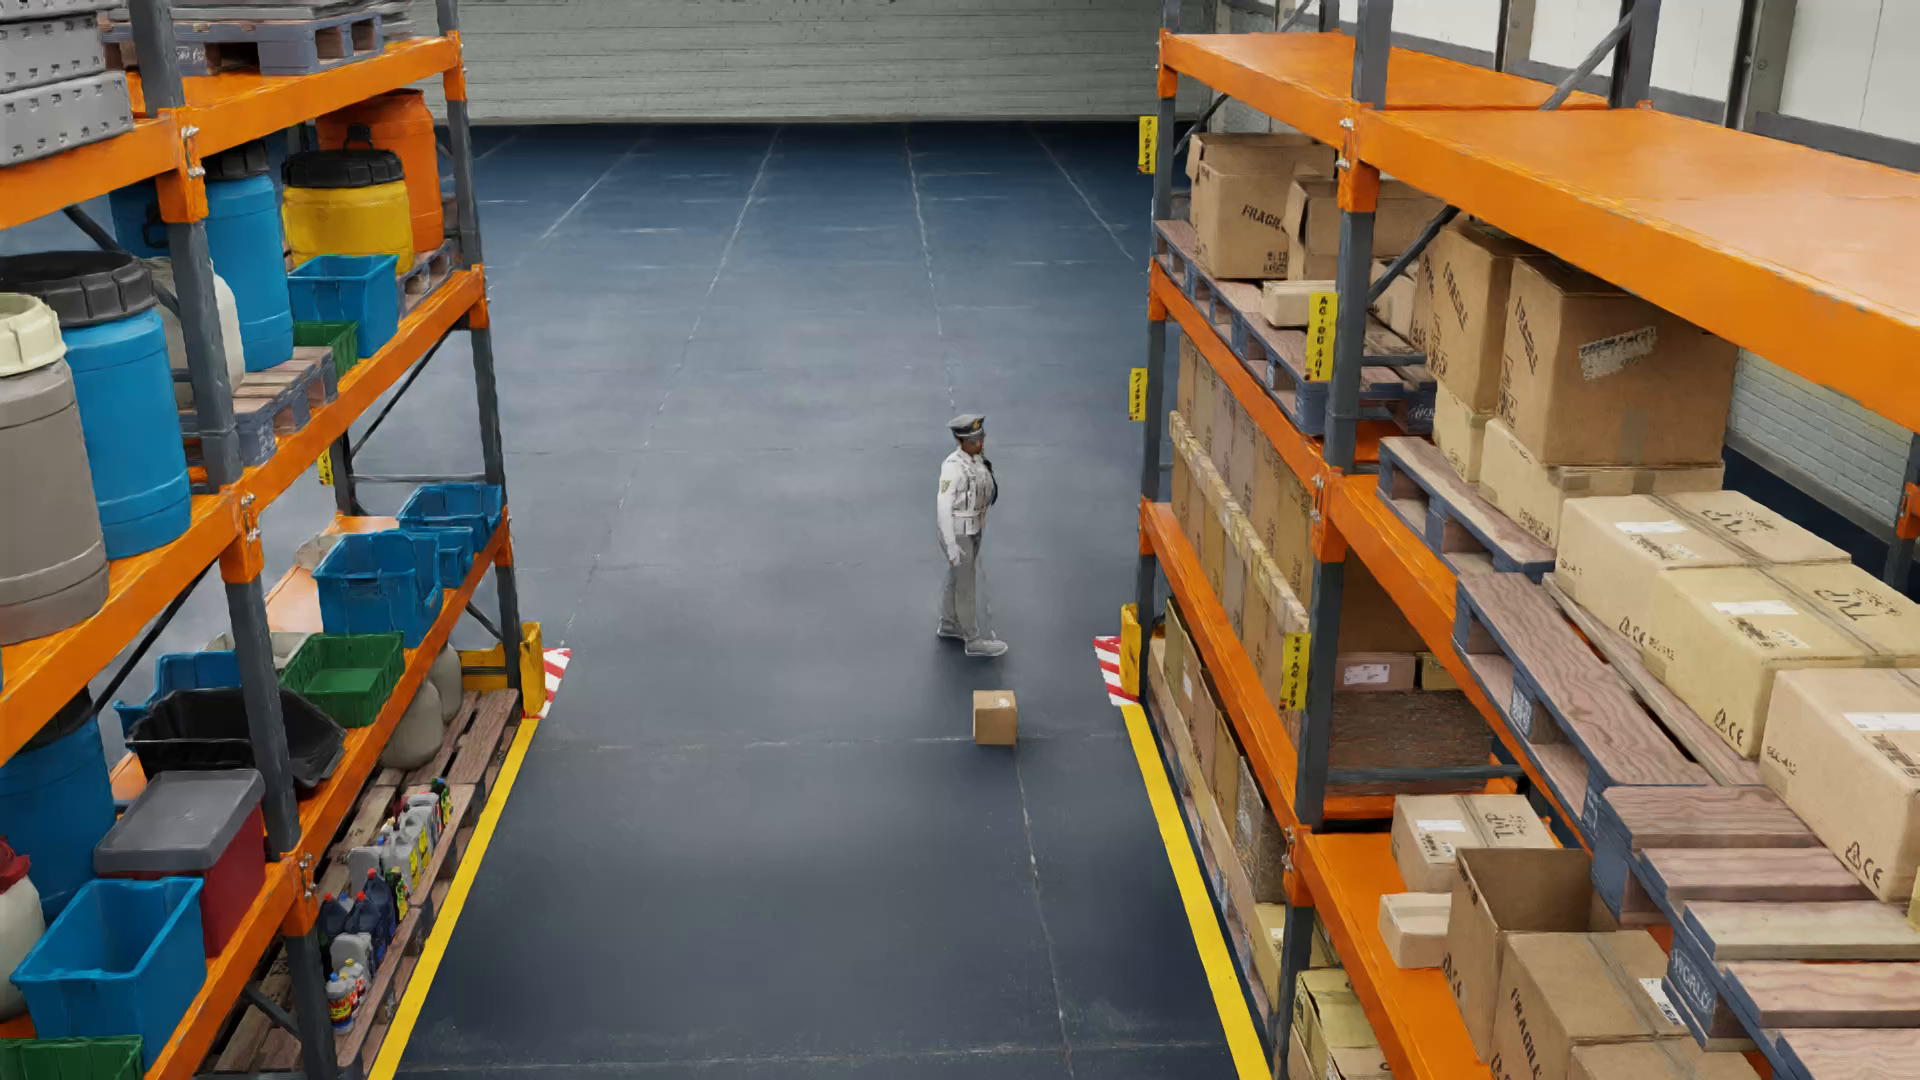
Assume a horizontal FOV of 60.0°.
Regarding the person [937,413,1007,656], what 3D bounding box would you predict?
[{"bbox_3d":[0.056,-0.032,11.137,0.565,1.667,0.575,9,22,23],"label":"person"}]
